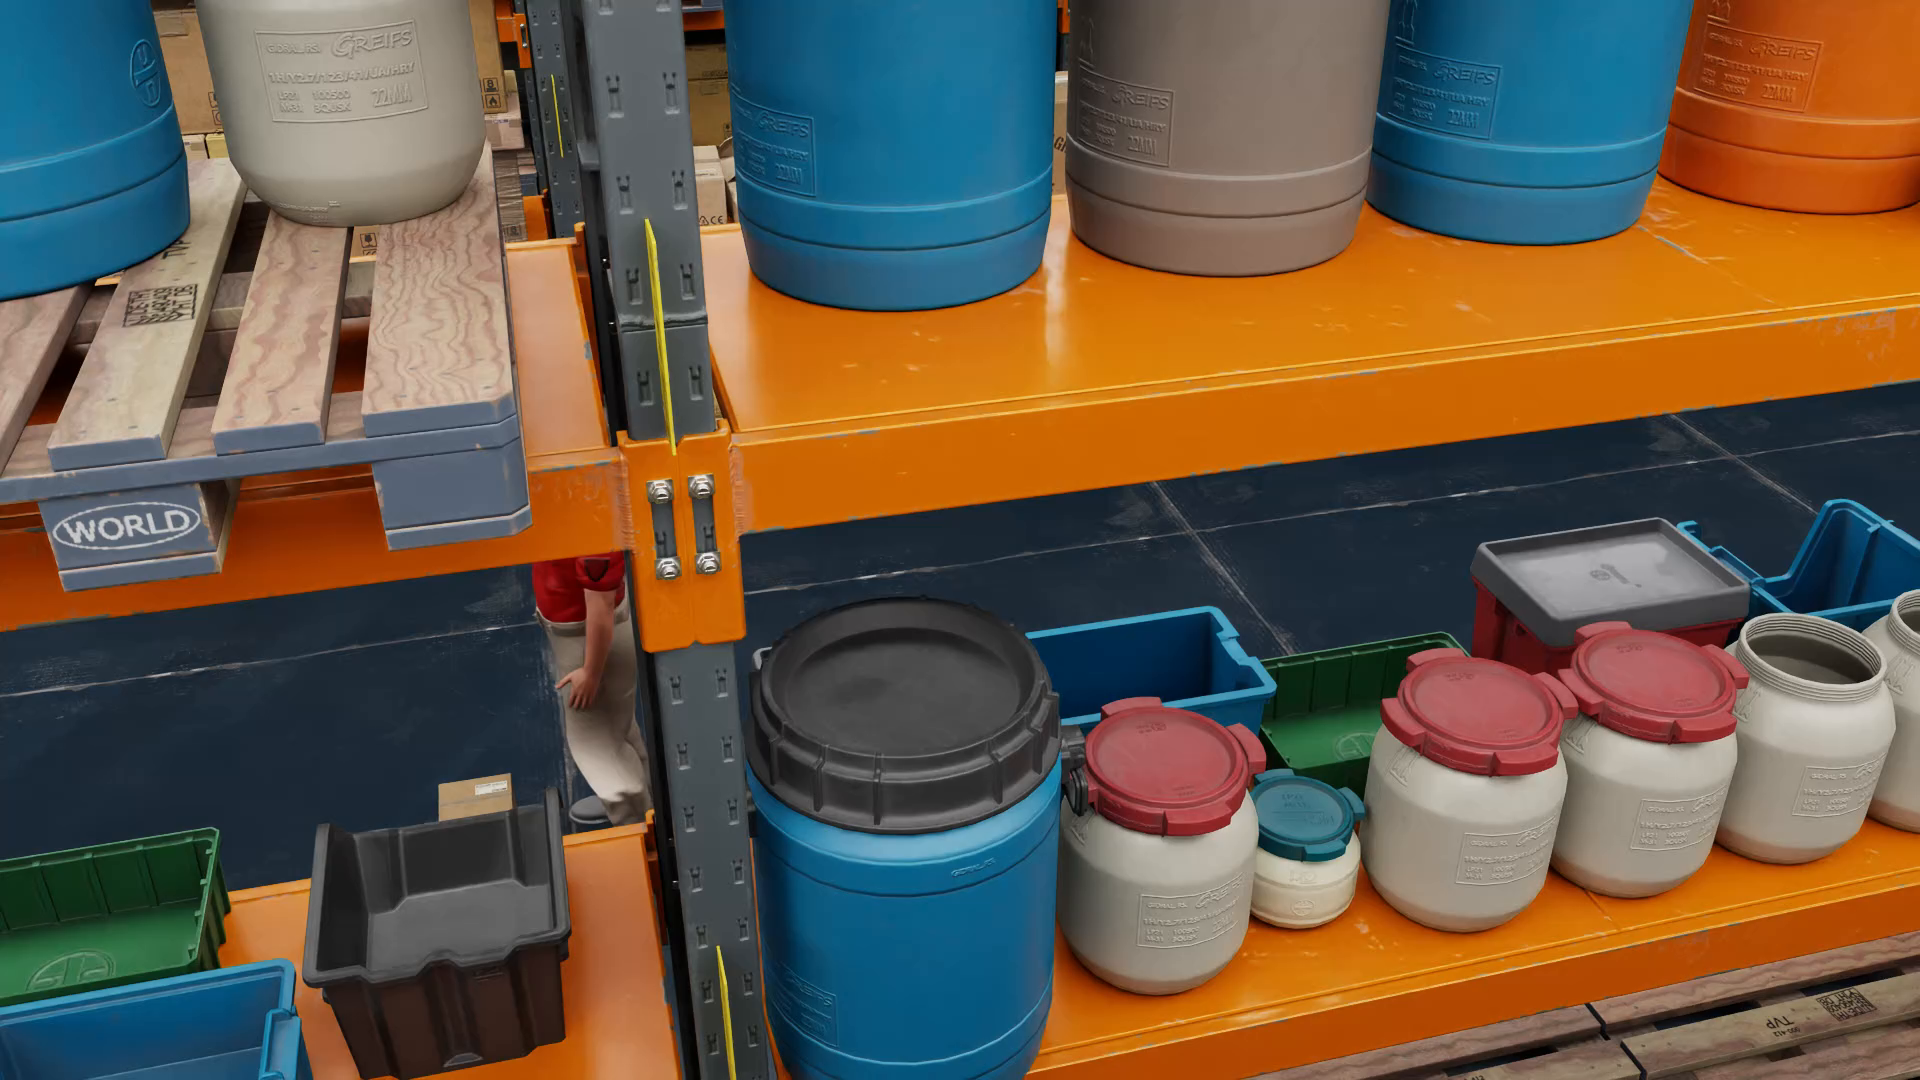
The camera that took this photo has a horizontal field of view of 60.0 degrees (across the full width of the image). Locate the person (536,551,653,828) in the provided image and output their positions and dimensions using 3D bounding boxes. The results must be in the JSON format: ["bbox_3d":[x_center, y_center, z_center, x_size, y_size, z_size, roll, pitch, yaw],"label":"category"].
[{"bbox_3d":[-1.222,0.353,5.587,0.401,1.693,0.550,-7,31,-12],"label":"person"}]
